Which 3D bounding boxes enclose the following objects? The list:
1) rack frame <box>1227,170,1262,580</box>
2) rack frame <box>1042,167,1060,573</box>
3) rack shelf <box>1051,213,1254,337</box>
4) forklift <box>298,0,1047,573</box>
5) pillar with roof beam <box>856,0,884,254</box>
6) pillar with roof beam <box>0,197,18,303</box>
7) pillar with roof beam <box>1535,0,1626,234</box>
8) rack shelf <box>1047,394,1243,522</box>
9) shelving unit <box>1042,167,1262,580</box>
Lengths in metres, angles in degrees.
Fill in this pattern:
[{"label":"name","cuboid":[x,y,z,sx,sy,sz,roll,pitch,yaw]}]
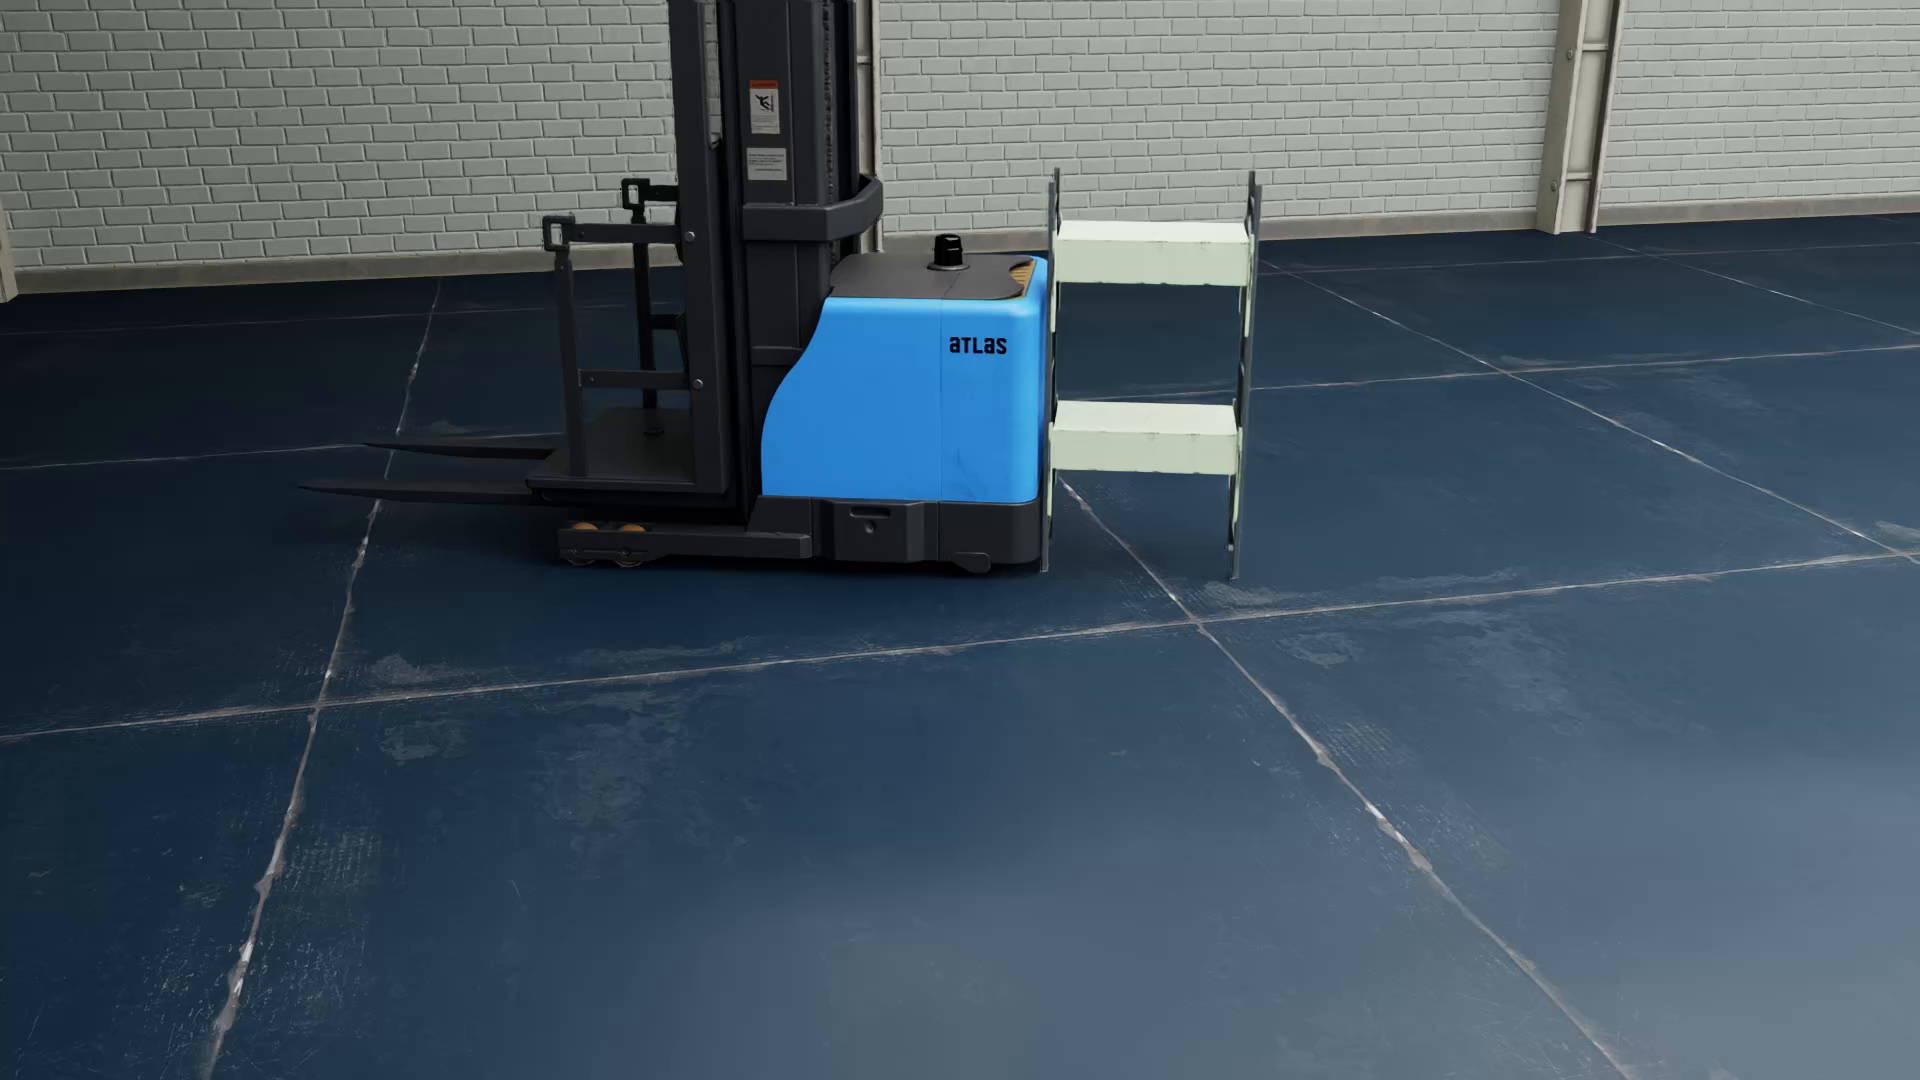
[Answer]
[{"label":"rack frame","cuboid":[1.078,-0.618,6.320,0.023,1.500,0.400,2,20,6]},{"label":"rack frame","cuboid":[0.350,-0.643,6.390,0.023,1.500,0.400,2,20,6]},{"label":"rack shelf","cuboid":[0.714,-0.997,6.221,0.720,0.370,0.431,2,20,6]},{"label":"forklift","cuboid":[-1.156,-1.446,6.500,3.031,2.935,1.130,2,20,6]},{"label":"pillar with roof beam","cuboid":[0.193,-4.892,7.087,0.400,9.000,9.100,-5,21,-12]},{"label":"pillar with roof beam","cuboid":[-5.646,-4.417,5.791,0.400,9.000,9.100,-5,21,-12]},{"label":"pillar with roof beam","cuboid":[6.032,-5.367,8.383,0.400,9.000,9.100,-5,21,-12]},{"label":"rack shelf","cuboid":[0.714,-0.324,6.467,0.720,0.370,0.431,2,20,6]},{"label":"shelving unit","cuboid":[0.714,-0.630,6.355,0.755,1.500,0.431,2,20,6]}]
